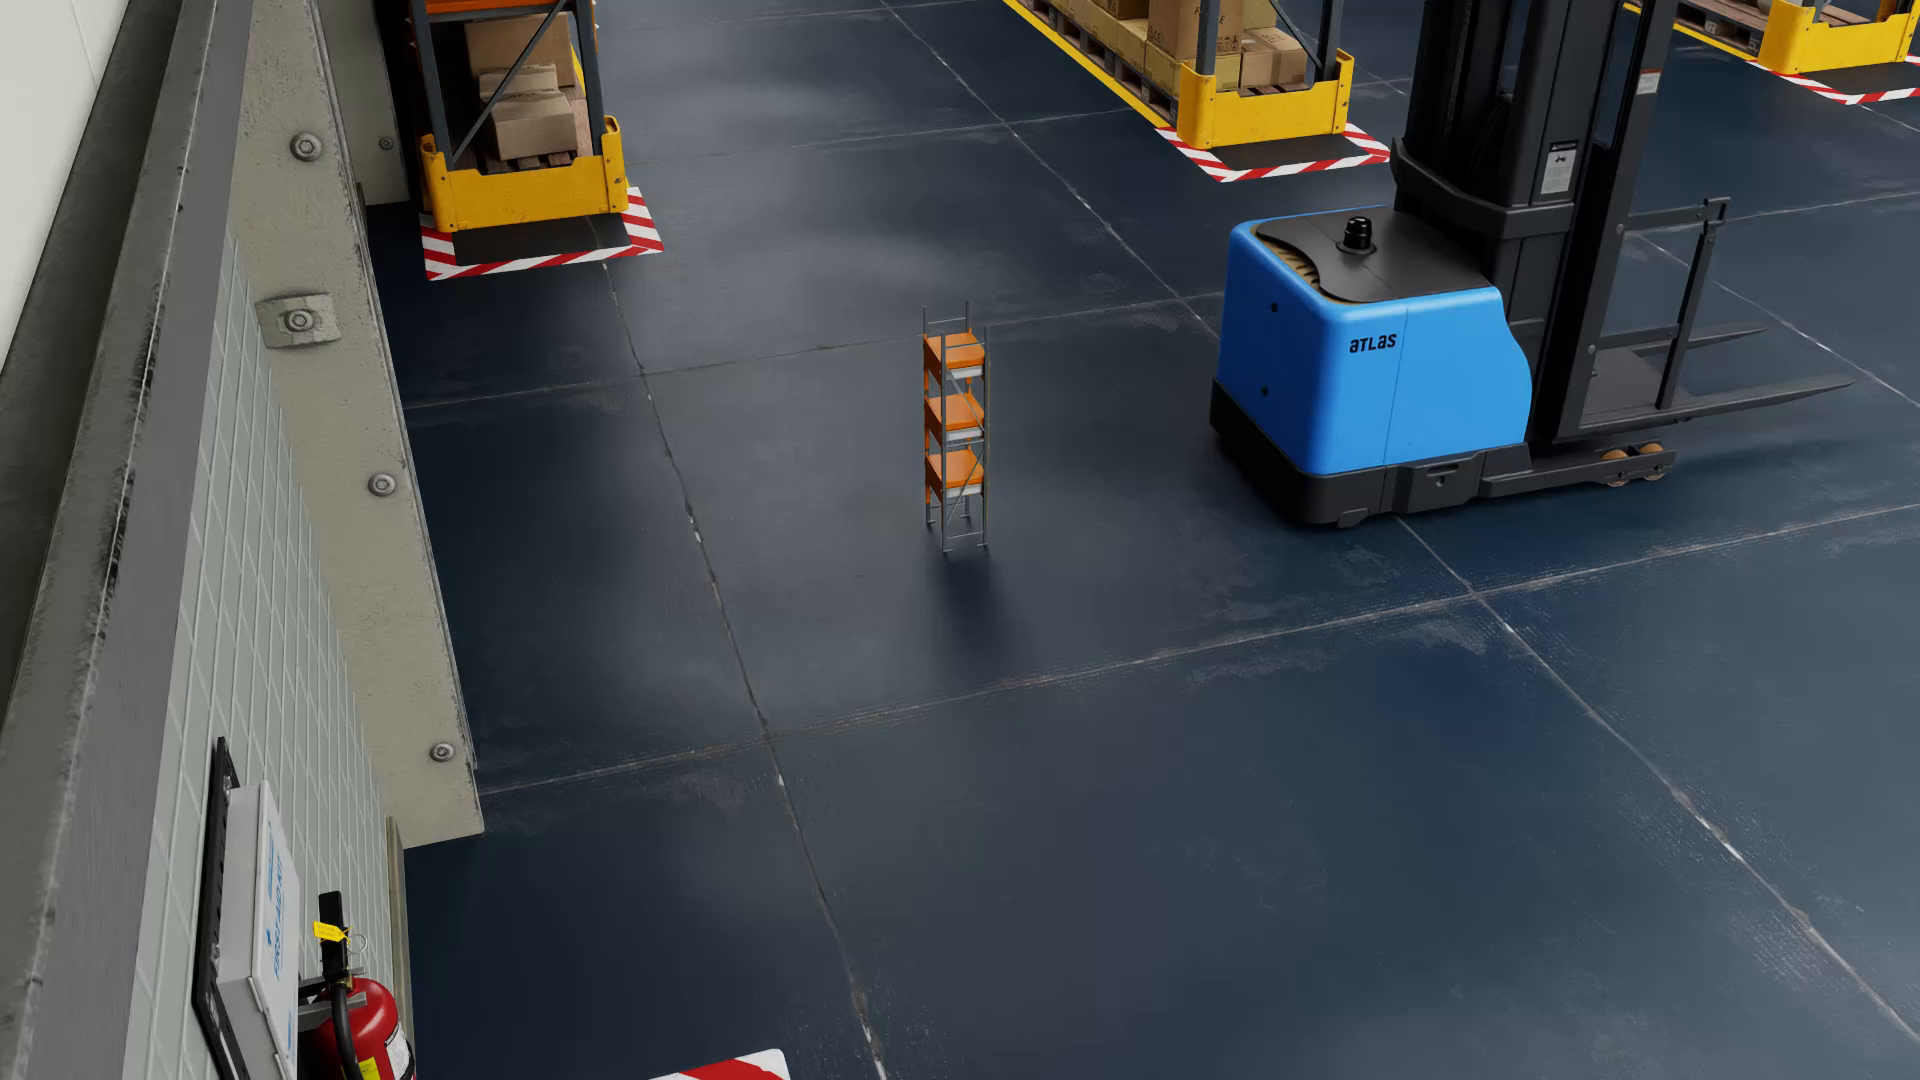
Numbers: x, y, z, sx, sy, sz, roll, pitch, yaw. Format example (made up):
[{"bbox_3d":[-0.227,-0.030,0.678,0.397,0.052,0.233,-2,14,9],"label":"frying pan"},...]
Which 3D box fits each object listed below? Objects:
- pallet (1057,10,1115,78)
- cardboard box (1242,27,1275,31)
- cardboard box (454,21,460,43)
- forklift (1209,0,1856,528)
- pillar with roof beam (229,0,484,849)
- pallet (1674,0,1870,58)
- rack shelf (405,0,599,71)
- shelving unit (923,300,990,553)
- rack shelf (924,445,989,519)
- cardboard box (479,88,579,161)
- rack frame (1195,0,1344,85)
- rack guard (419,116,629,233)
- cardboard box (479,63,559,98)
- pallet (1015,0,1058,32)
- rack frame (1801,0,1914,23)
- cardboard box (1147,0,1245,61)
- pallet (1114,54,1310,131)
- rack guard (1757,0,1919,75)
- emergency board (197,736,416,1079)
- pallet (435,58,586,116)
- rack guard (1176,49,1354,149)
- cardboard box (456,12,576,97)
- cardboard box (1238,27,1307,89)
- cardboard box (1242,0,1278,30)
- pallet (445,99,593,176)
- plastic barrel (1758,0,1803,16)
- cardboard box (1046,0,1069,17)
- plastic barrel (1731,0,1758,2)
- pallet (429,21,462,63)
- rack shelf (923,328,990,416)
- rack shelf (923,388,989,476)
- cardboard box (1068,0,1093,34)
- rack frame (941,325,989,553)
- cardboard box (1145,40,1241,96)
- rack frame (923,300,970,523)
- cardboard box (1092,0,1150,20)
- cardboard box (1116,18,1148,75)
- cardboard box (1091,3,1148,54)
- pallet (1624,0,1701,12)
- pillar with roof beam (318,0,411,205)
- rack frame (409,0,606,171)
[{"bbox_3d":[1.437,-3.958,13.048,1.003,0.211,1.213,-10,35,-15],"label":"pallet"},{"bbox_3d":[1.970,-3.696,12.236,0.500,0.250,0.500,-10,35,-15],"label":"cardboard box"},{"bbox_3d":[-3.504,-3.955,12.382,0.500,0.500,0.500,-13,35,-18],"label":"cardboard box"},{"bbox_3d":[2.770,-1.735,7.217,3.031,2.935,1.130,-10,35,-14],"label":"forklift"},{"bbox_3d":[2.254,-3.551,4.461,9.100,9.000,0.400,-10,35,-15],"label":"pillar with roof beam"},{"bbox_3d":[6.486,-4.214,13.436,1.003,0.211,1.213,-10,35,-15],"label":"pallet"},{"bbox_3d":[-3.248,-4.002,11.238,1.077,0.370,4.000,-10,35,-15],"label":"rack shelf"},{"bbox_3d":[-0.016,-0.466,7.003,0.215,1.050,0.252,-10,35,-15],"label":"shelving unit"},{"bbox_3d":[-0.016,-0.225,7.162,0.215,0.259,0.240,-10,35,-15],"label":"rack shelf"},{"bbox_3d":[-2.764,-2.692,10.643,0.500,0.311,0.500,-14,36,-20],"label":"cardboard box"},{"bbox_3d":[2.078,-4.087,10.714,1.000,3.000,0.127,-10,35,-15],"label":"rack frame"},{"bbox_3d":[-2.661,-2.249,10.200,1.175,0.500,0.348,-10,35,-15],"label":"rack guard"},{"bbox_3d":[-2.937,-2.992,11.096,0.500,0.311,0.500,-7,34,-11],"label":"cardboard box"},{"bbox_3d":[1.061,-4.599,14.019,1.003,0.211,1.213,-10,35,-15],"label":"pallet"},{"bbox_3d":[6.797,-4.918,11.972,1.000,3.000,0.127,-10,35,-15],"label":"rack frame"},{"bbox_3d":[1.631,-3.659,11.500,0.500,0.500,0.500,-10,35,-15],"label":"cardboard box"},{"bbox_3d":[1.805,-3.318,12.080,1.003,0.211,1.213,-10,35,-15],"label":"pallet"},{"bbox_3d":[6.729,-3.907,12.709,1.175,0.500,0.348,-10,35,-15],"label":"rack guard"},{"bbox_3d":[-1.128,0.980,3.046,0.194,1.169,0.643,-10,35,-15],"label":"emergency board"},{"bbox_3d":[-3.244,-3.200,11.902,1.003,0.211,1.213,-10,35,-15],"label":"pallet"},{"bbox_3d":[2.086,-3.032,11.384,1.175,0.500,0.348,-10,35,-15],"label":"rack guard"},{"bbox_3d":[-3.114,-3.464,11.640,0.700,0.500,0.500,-12,35,-18],"label":"cardboard box"},{"bbox_3d":[2.126,-3.434,11.839,0.500,0.250,0.500,-10,35,-15],"label":"cardboard box"},{"bbox_3d":[1.972,-4.009,12.029,0.500,0.500,0.500,-10,35,-15],"label":"cardboard box"},{"bbox_3d":[-2.876,-2.561,10.934,1.003,0.211,1.213,-10,35,-15],"label":"pallet"},{"bbox_3d":[6.523,-4.388,13.045,0.421,0.512,0.421,0,33,0],"label":"plastic barrel"},{"bbox_3d":[1.006,-4.394,13.292,0.500,0.250,0.500,-10,35,-15],"label":"cardboard box"},{"bbox_3d":[6.370,-4.651,13.444,0.421,0.512,0.421,0,33,0],"label":"plastic barrel"},{"bbox_3d":[-3.620,-3.842,12.873,1.003,0.211,1.213,-10,35,-15],"label":"pallet"},{"bbox_3d":[-0.016,-0.694,6.852,0.215,0.259,0.240,-10,35,-15],"label":"rack shelf"},{"bbox_3d":[-0.016,-0.457,7.009,0.215,0.259,0.240,-10,35,-15],"label":"rack shelf"},{"bbox_3d":[1.164,-4.132,12.896,0.500,0.250,0.500,-10,35,-15],"label":"cardboard box"},{"bbox_3d":[0.021,-0.402,6.906,0.200,1.050,0.008,-10,35,-15],"label":"rack frame"},{"bbox_3d":[1.633,-3.347,11.707,0.500,0.250,0.500,-10,35,-15],"label":"cardboard box"},{"bbox_3d":[-0.054,-0.530,7.100,0.200,1.050,0.008,-10,35,-15],"label":"rack frame"},{"bbox_3d":[1.312,-4.182,12.291,0.500,0.500,0.500,-10,35,-15],"label":"cardboard box"},{"bbox_3d":[1.469,-3.607,12.102,0.500,0.250,0.500,-10,35,-15],"label":"cardboard box"},{"bbox_3d":[1.315,-3.870,12.498,0.500,0.250,0.500,-10,35,-15],"label":"cardboard box"},{"bbox_3d":[6.117,-4.853,14.404,1.003,0.211,1.213,-10,35,-15],"label":"pallet"},{"bbox_3d":[0.424,-6.701,9.228,9.100,9.000,0.400,-10,35,-15],"label":"pillar with roof beam"},{"bbox_3d":[-2.638,-3.252,9.451,1.000,3.000,0.127,-10,35,-15],"label":"rack frame"}]
